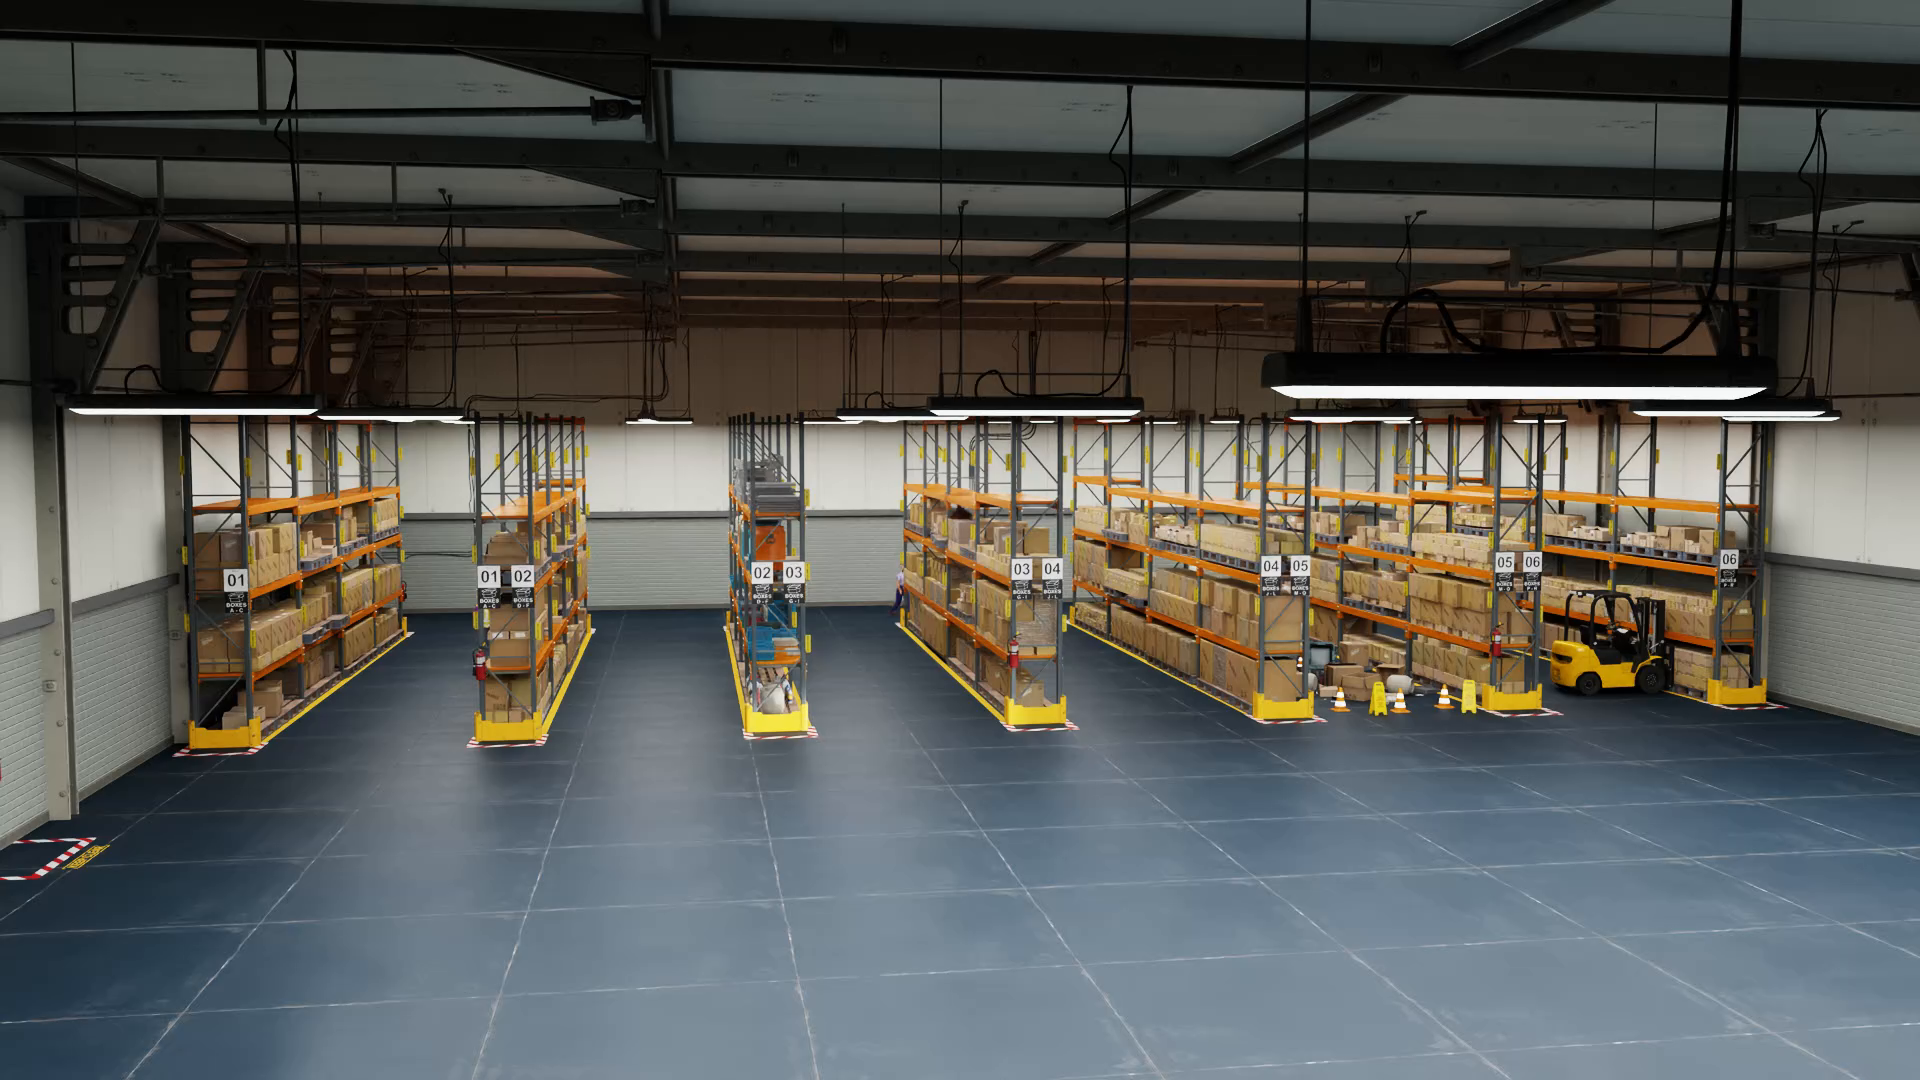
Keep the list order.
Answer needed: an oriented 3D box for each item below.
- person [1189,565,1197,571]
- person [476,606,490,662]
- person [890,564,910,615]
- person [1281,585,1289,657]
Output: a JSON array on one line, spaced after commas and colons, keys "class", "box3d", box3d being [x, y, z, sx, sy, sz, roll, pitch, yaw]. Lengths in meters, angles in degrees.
[{"class": "person", "box3d": [7.356, 1.276, 52.531, 0.542, 1.821, 0.533, -3, 5, -34]}, {"class": "person", "box3d": [-11.318, 2.128, 39.922, 0.686, 1.759, 0.562, 3, 5, 40]}, {"class": "person", "box3d": [-1.674, 1.523, 50.144, 0.580, 1.603, 0.987, -4, 5, -42]}, {"class": "person", "box3d": [7.993, 2.024, 41.299, 0.646, 1.823, 0.596, -2, 4, -21]}]
